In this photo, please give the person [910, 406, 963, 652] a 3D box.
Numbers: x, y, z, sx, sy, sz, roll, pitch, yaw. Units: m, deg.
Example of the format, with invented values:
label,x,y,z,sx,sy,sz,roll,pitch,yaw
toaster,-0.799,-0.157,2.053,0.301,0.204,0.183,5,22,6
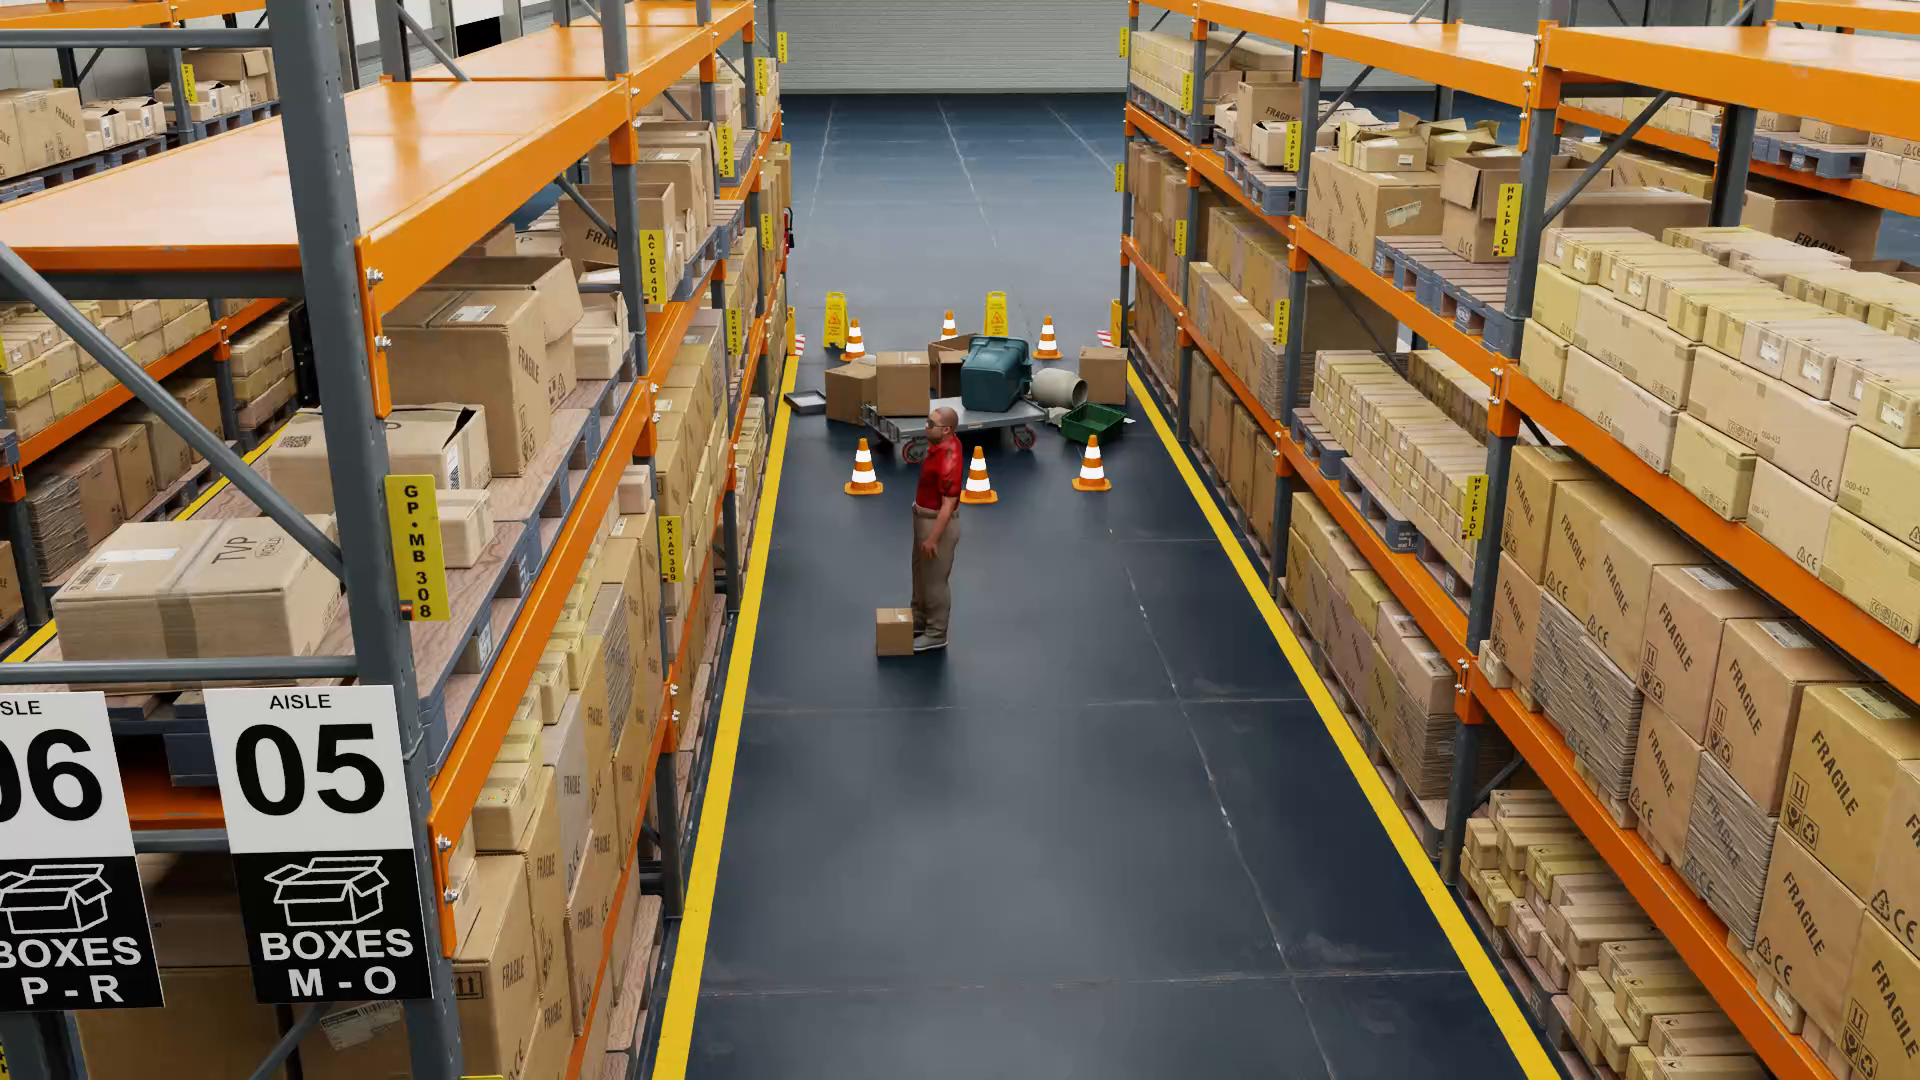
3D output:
label,x,y,z,sx,sy,sz,roll,pitch,yaw
person,-0.251,-0.081,11.291,0.550,1.727,0.641,-1,20,-3
